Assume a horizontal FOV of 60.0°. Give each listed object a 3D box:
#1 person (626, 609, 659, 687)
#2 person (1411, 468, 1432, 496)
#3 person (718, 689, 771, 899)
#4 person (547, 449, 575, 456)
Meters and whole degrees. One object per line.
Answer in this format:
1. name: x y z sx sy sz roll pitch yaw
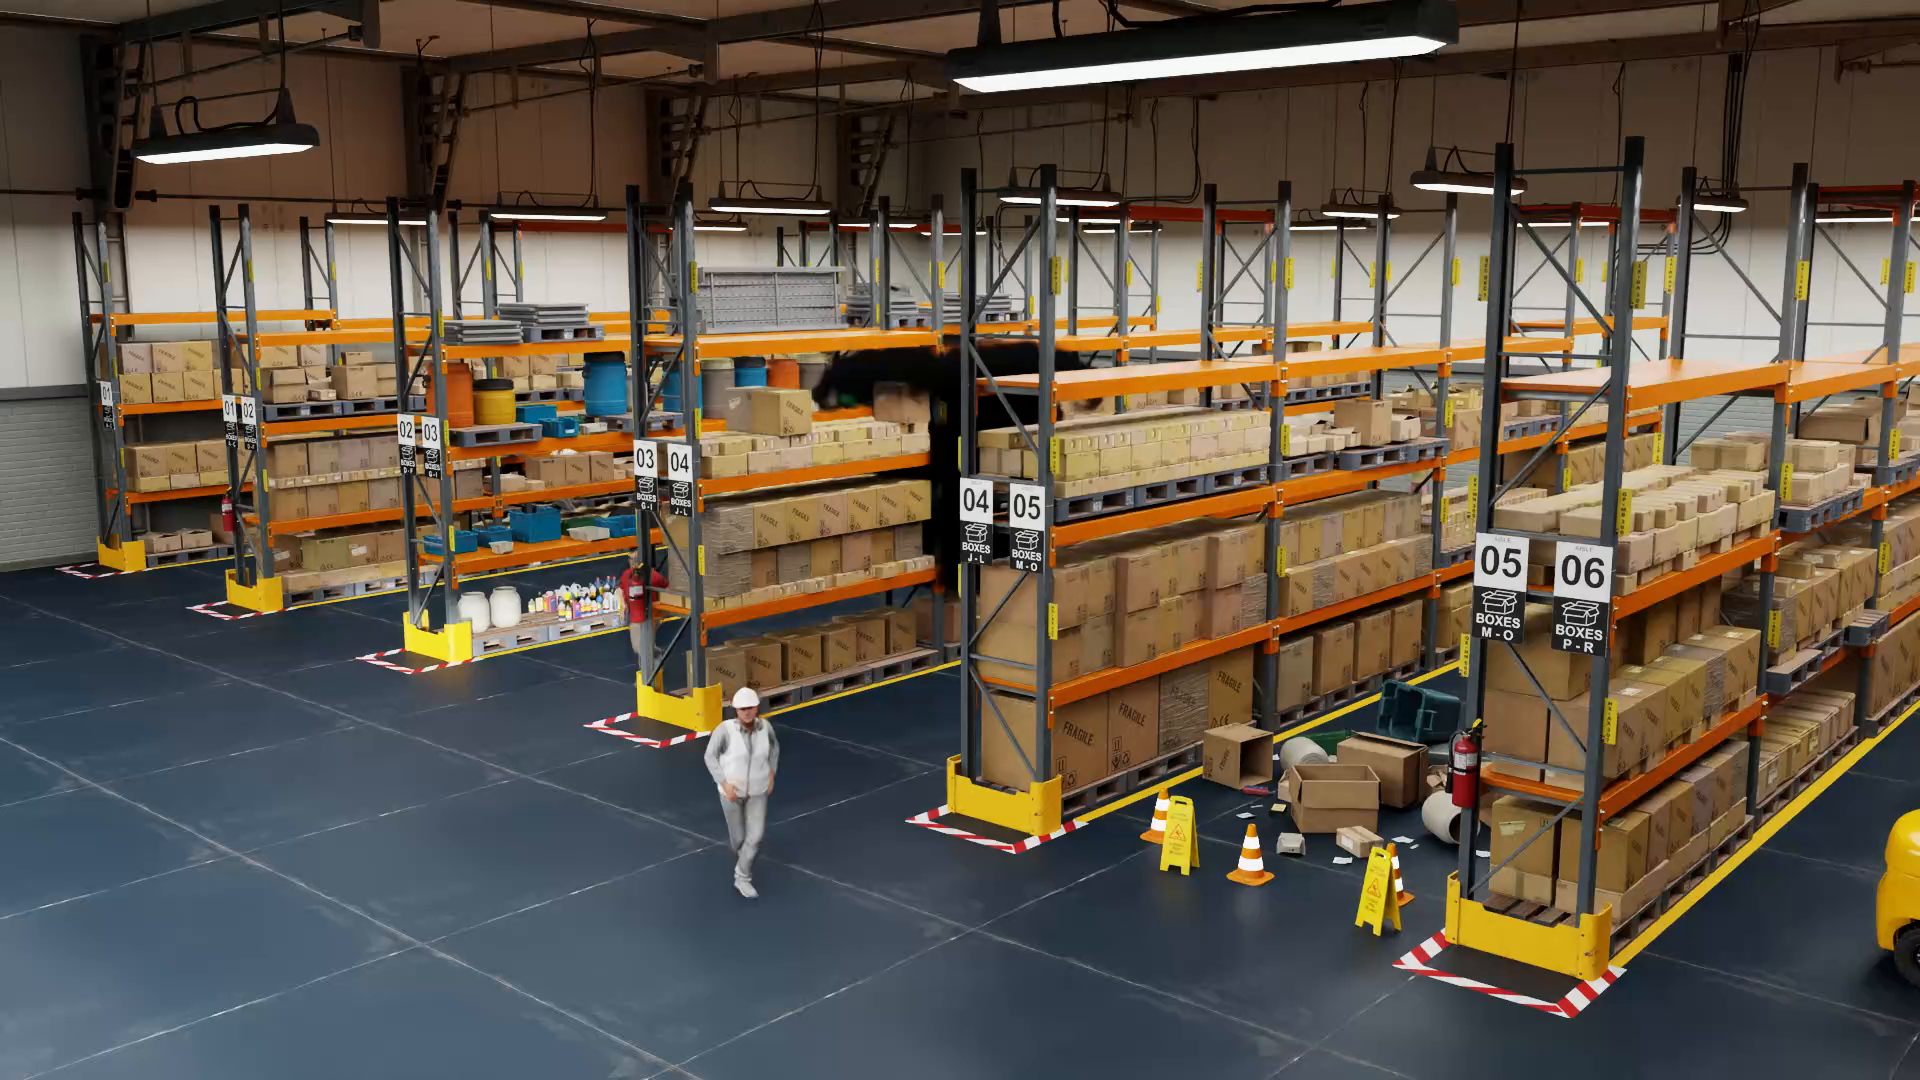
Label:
1. person: -3.888 1.263 20.646 0.409 1.019 0.686 4 10 22
2. person: 9.092 -1.129 32.957 0.571 1.711 0.729 1 10 8
3. person: -1.801 2.055 13.802 0.447 1.745 0.654 -2 10 -15
4. person: -7.847 -1.055 32.876 0.650 1.613 0.755 7 12 37
